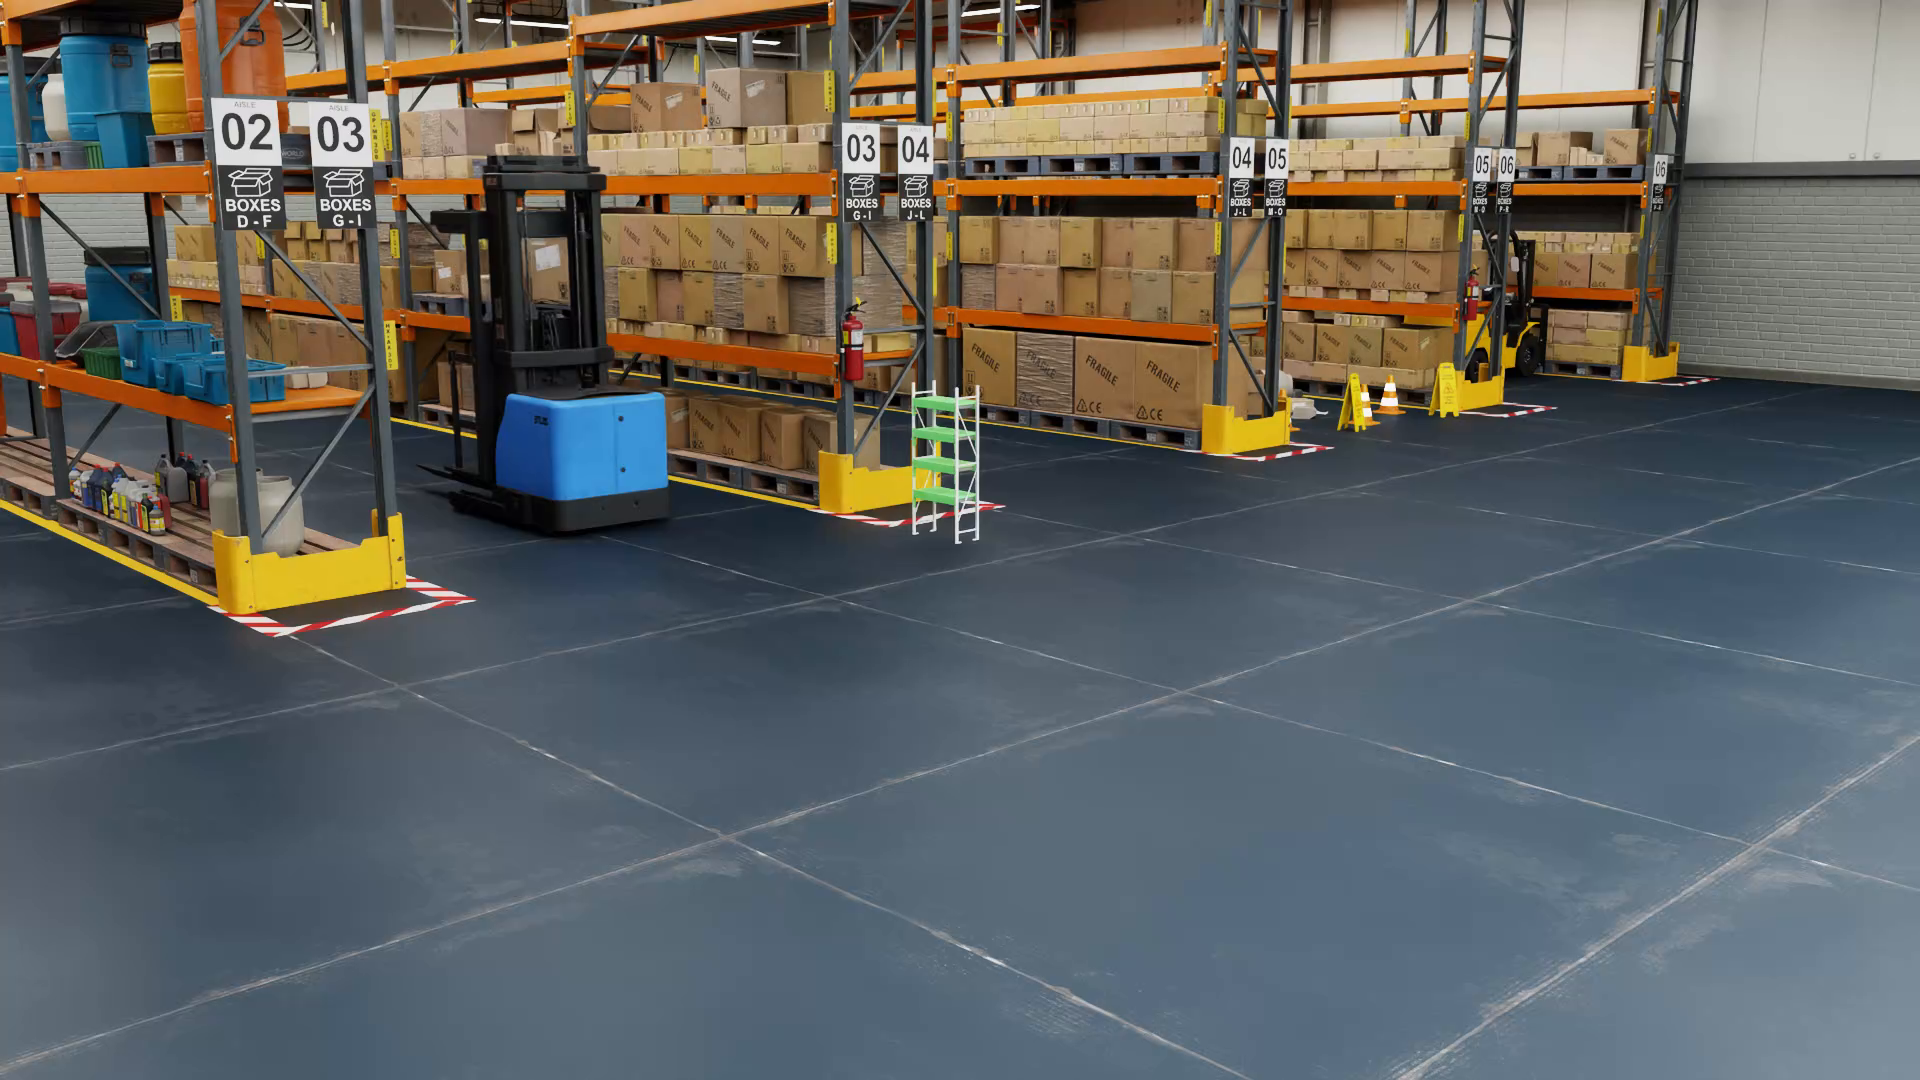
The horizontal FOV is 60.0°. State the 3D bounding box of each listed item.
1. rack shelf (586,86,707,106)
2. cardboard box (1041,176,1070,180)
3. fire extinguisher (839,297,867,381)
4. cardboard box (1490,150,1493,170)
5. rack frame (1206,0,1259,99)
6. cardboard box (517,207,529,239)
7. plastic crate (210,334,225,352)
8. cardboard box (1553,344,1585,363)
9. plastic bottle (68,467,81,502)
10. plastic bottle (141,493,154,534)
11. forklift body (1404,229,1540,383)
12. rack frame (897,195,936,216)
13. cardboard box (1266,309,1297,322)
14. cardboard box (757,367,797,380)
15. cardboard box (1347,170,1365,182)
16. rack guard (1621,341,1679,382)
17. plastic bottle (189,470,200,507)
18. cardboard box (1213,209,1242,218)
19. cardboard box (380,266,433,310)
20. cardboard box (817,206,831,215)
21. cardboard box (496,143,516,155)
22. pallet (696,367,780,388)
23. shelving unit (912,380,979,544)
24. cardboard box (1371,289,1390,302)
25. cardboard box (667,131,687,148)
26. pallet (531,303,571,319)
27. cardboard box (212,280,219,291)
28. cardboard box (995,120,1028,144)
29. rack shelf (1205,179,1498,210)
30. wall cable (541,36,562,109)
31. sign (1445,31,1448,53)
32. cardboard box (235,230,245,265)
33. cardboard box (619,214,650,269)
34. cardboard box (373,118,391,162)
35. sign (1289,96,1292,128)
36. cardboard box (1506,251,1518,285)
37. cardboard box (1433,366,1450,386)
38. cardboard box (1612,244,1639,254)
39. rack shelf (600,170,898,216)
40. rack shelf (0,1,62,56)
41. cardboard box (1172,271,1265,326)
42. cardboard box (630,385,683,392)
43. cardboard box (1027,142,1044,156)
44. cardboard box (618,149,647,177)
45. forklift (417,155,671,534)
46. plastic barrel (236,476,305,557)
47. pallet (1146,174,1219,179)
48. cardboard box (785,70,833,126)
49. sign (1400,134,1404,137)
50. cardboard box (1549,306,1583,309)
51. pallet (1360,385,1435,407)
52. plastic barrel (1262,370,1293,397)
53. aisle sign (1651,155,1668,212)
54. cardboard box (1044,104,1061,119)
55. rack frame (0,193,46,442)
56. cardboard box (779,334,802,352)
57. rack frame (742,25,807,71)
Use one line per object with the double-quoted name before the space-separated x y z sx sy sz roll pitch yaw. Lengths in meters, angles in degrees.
"rack shelf" -3.881 -6.306 23.992 1.077 0.370 4.000 -11 16 -43
"cardboard box" 1.658 -5.707 25.496 0.700 0.500 0.500 -11 16 -43
"fire extinguisher" -0.886 -1.661 13.732 0.296 0.674 0.183 -11 16 -43
"cardboard box" 6.381 -4.813 21.039 0.500 0.250 0.500 -11 16 -44
"rack frame" 3.773 -6.683 23.048 1.000 3.000 0.127 -11 16 -43
"cardboard box" -6.855 -5.148 27.000 0.500 0.500 0.500 11 16 43
"plastic crate" -6.016 -1.477 13.015 0.499 0.251 0.616 -11 16 -43
"cardboard box" 9.233 -2.810 24.893 0.500 0.250 0.500 -11 16 -43
"plastic bottle" -7.073 -0.445 13.309 0.097 0.271 0.097 0 12 0
"plastic bottle" -5.893 -0.196 12.071 0.061 0.283 0.133 -10 16 -41
"forklift body" 7.494 -3.460 24.375 2.313 2.155 1.214 -11 16 -43
"rack frame" -0.926 -6.188 35.514 1.000 3.000 0.127 -11 16 -43
"cardboard box" 4.385 -3.063 22.655 0.380 0.149 0.250 -10 15 -40
"cardboard box" -2.144 -2.626 22.760 1.050 0.750 0.750 -11 16 -43
"cardboard box" 5.223 -4.711 21.532 0.250 0.149 0.380 11 16 44
"rack guard" 10.140 -2.625 24.415 1.175 0.500 0.348 -11 16 -43
"plastic bottle" -6.024 -0.412 13.117 0.061 0.283 0.133 -11 16 -43
"cardboard box" 3.920 -4.335 23.054 0.700 0.500 0.500 -11 16 -43
"cardboard box" -6.677 -3.034 19.956 0.500 0.500 0.500 -10 15 -41
"cardboard box" -2.298 -5.823 29.407 0.380 0.149 0.250 -10 16 -41
"cardboard box" -4.761 -4.184 17.890 0.250 0.166 0.380 11 16 44
"pallet" -3.038 -2.372 23.903 1.003 0.211 1.213 -11 16 -43
"shelving unit" -0.114 -0.612 12.908 0.258 1.200 0.503 -11 16 -43
"cardboard box" 5.506 -3.158 21.428 0.380 0.149 0.250 -11 16 -42
"cardboard box" -2.465 -3.679 15.286 0.380 0.149 0.250 -11 16 -44
"pallet" -3.817 -2.402 17.610 1.003 0.211 1.213 -11 16 -43
"cardboard box" -10.429 -3.632 23.728 0.380 0.149 0.250 -11 16 -42
"cardboard box" 0.748 -4.652 18.972 0.500 0.250 0.500 -11 16 -43
"rack shelf" 5.154 -4.570 22.007 1.077 0.370 4.000 -11 16 -43
"wall cable" -8.646 -9.225 35.387 0.463 3.000 0.029 -11 16 -43
"sign" 7.779 -7.984 26.656 0.100 0.325 0.005 -11 16 -43
"cardboard box" -9.773 -4.074 23.029 0.500 0.500 0.500 -11 16 -42
"cardboard box" -2.921 -2.874 15.966 0.500 0.500 0.500 -11 16 -43
"cardboard box" -6.630 -4.752 19.812 0.797 0.503 0.637 -10 15 -39
"sign" 3.431 -4.469 17.372 0.100 0.325 0.005 -11 16 -43
"cardboard box" 8.532 -4.161 25.426 0.500 0.500 0.500 -11 16 -42
"cardboard box" 6.179 -2.176 21.813 0.500 0.250 0.500 -11 16 -43
"cardboard box" 9.681 -4.231 24.160 0.380 0.149 0.250 -11 16 -42
"rack shelf" -2.013 -3.189 15.304 1.077 0.370 4.000 -11 16 -43
"rack shelf" -8.358 -4.355 14.525 1.077 0.370 4.000 -11 16 -43
"cardboard box" 2.736 -2.578 17.617 0.875 0.550 0.550 -11 16 -43
"cardboard box" -3.147 -1.281 16.850 0.500 0.500 0.500 11 16 43
"cardboard box" 0.973 -4.392 18.697 0.380 0.149 0.250 -11 16 -43
"cardboard box" -2.900 -3.581 15.800 0.500 0.250 0.500 -11 16 -43
"forklift" -3.699 -1.721 14.003 1.130 2.935 3.031 -10 15 -40
"plastic barrel" -4.724 -0.162 11.390 0.421 0.512 0.421 0 12 0
"pallet" 3.424 -5.227 23.879 1.213 0.211 1.003 -11 16 -43
"cardboard box" -1.462 -3.943 14.958 0.500 0.500 0.500 -11 16 -43
"sign" 6.975 -6.236 26.253 0.100 0.325 0.005 -11 16 -43
"cardboard box" 9.243 -3.445 25.496 0.500 0.250 0.500 -11 16 -43
"pallet" 5.948 -1.930 21.754 1.003 0.211 1.213 -11 16 -43
"plastic barrel" 4.014 -1.989 21.519 0.512 0.421 0.421 -1 12 -4
"aisle sign" 9.956 -5.076 23.672 0.394 0.787 0.004 -11 16 -43
"cardboard box" 1.148 -4.745 18.435 0.380 0.149 0.250 -11 16 -43
"rack frame" -9.739 -2.257 16.434 1.000 3.000 0.127 -11 16 -43
"cardboard box" -1.360 -1.736 14.524 0.380 0.149 0.250 -11 16 -43
"rack frame" -2.499 -6.562 22.462 1.000 3.000 0.127 -11 16 -43
